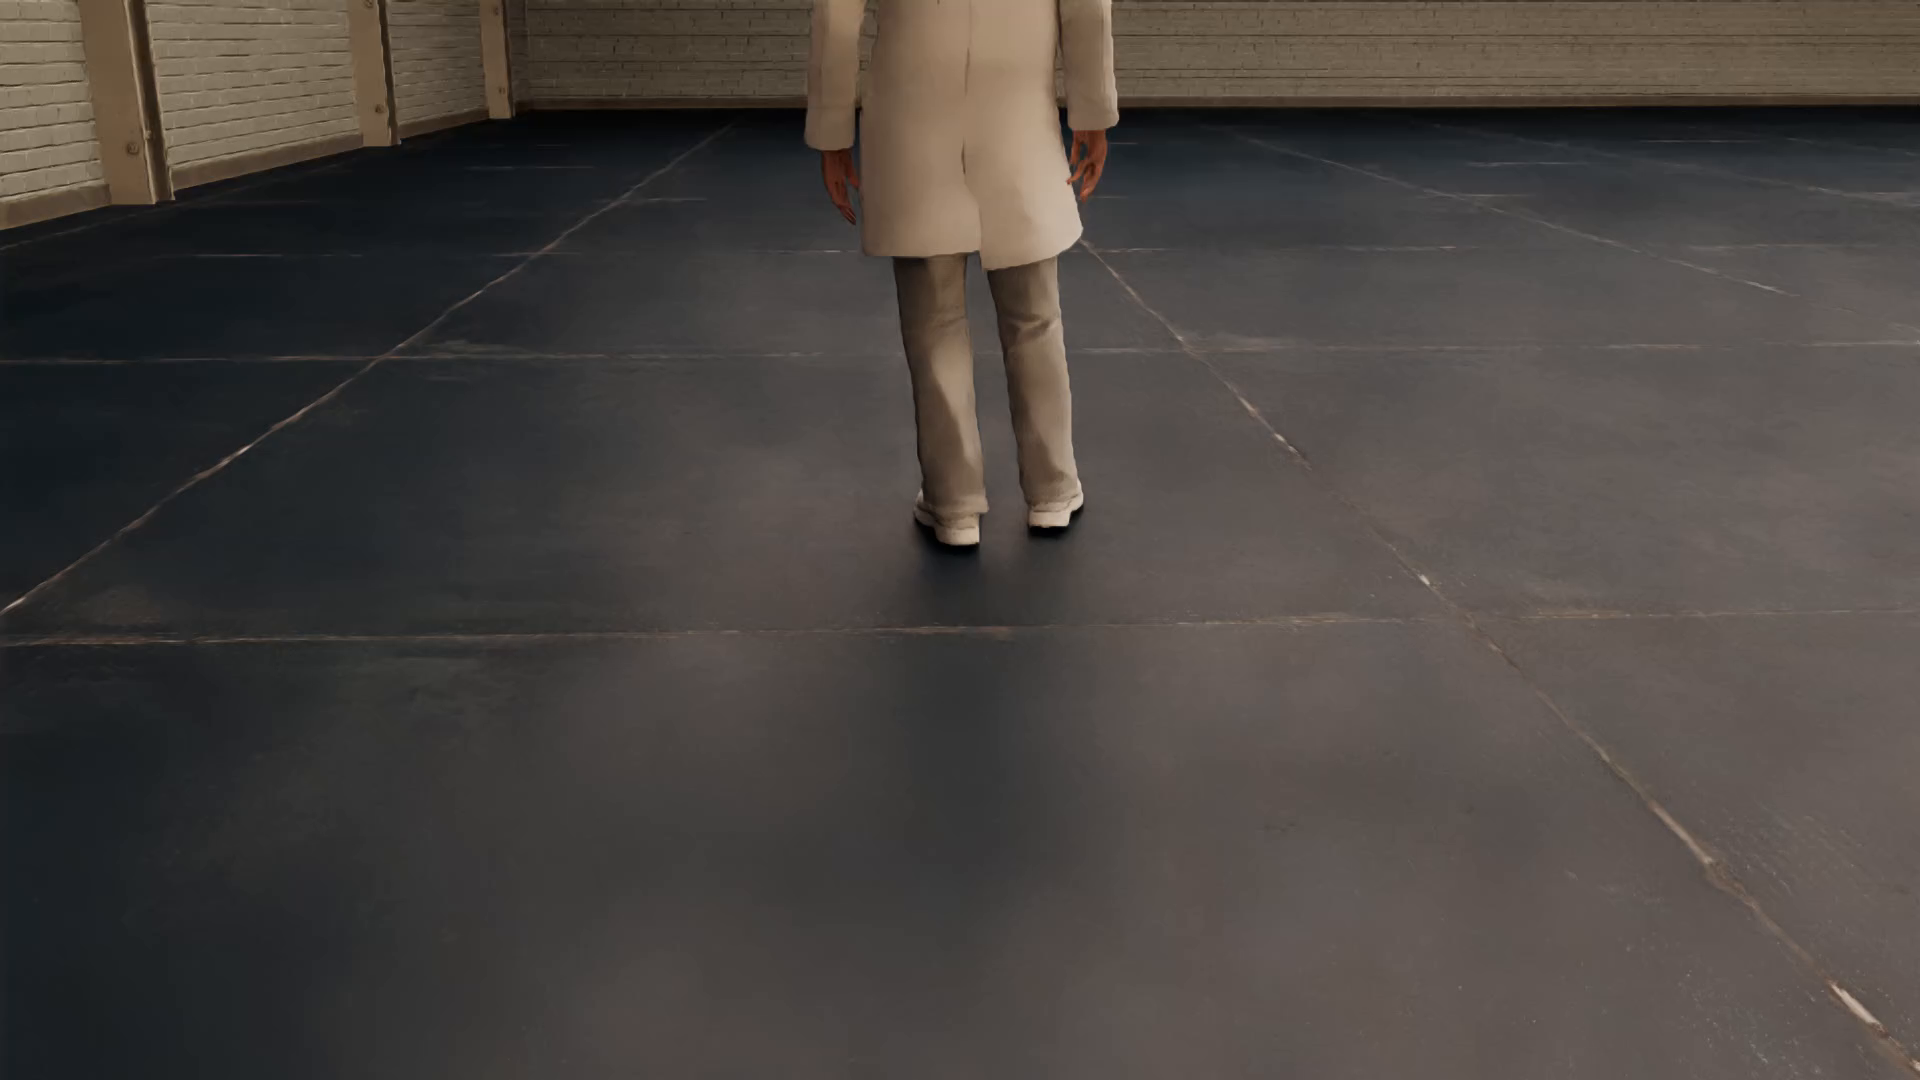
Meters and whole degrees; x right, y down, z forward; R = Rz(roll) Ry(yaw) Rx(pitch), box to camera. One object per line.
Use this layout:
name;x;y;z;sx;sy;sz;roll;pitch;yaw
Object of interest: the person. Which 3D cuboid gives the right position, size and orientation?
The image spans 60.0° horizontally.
person;0.000;-0.883;3.743;0.694;1.776;0.579;-1;17;-3
